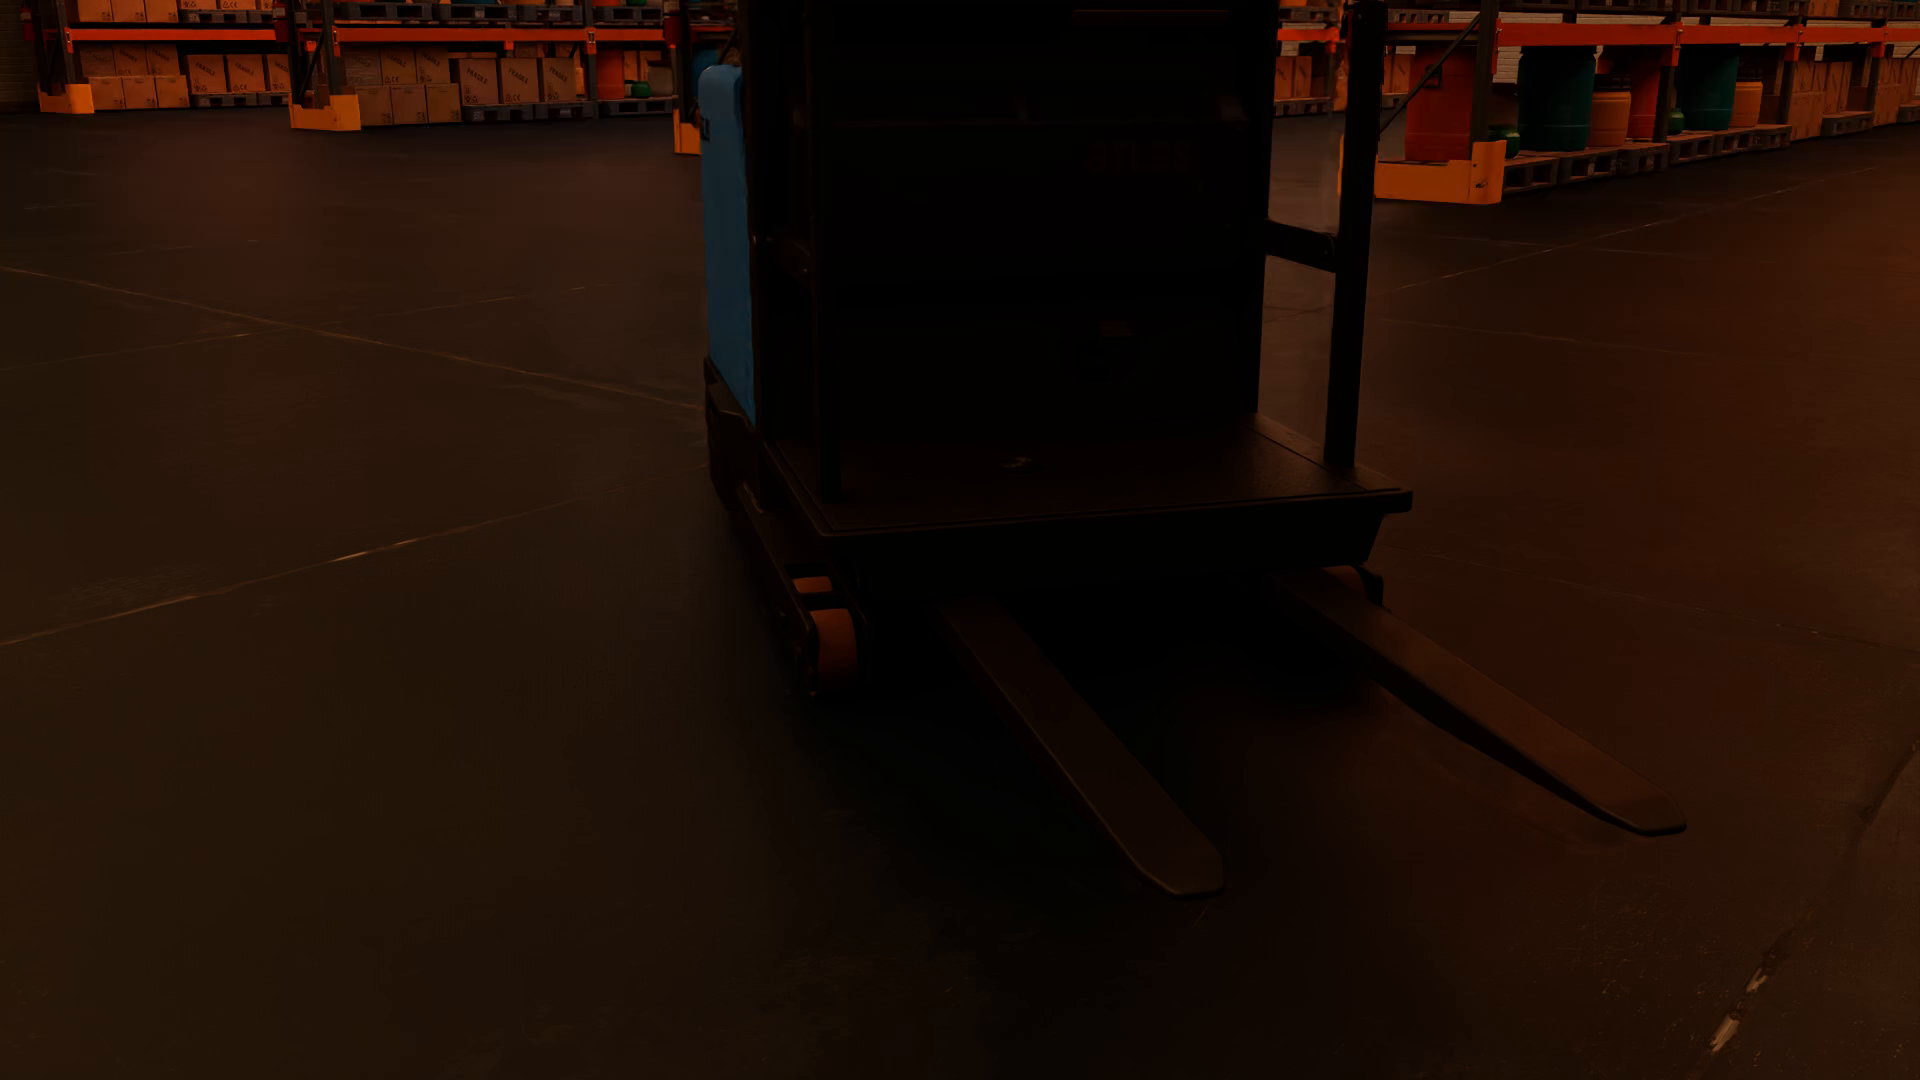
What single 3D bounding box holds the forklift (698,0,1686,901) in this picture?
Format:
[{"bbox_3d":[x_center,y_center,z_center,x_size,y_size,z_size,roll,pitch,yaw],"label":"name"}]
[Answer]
[{"bbox_3d":[0.177,-1.240,2.981,1.130,2.935,3.031,-4,17,-14],"label":"forklift"}]
